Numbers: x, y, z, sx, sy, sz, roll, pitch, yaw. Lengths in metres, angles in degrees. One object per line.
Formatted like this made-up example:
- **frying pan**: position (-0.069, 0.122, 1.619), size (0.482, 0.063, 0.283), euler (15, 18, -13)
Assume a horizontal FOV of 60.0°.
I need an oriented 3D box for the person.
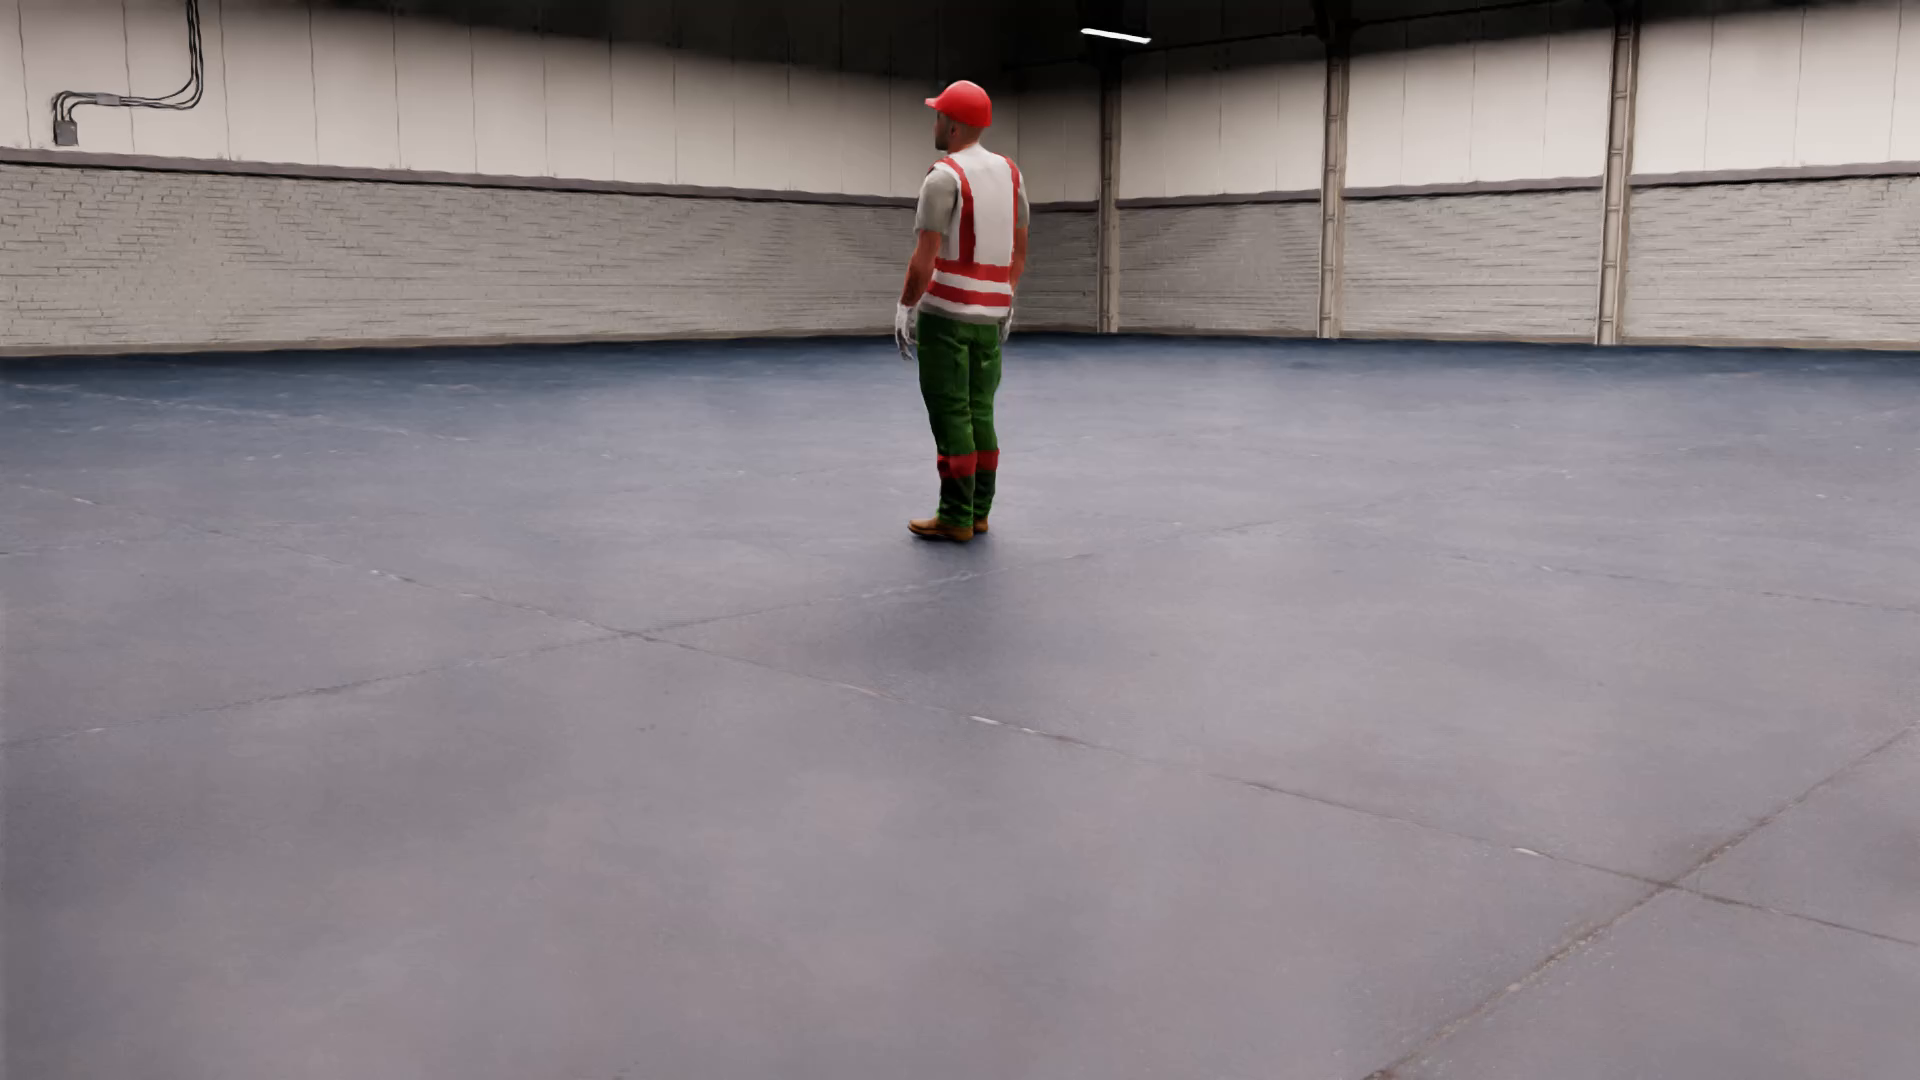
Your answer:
- **person**: position (-0.050, -0.901, 6.646), size (0.563, 1.787, 0.637), euler (8, 12, 43)
